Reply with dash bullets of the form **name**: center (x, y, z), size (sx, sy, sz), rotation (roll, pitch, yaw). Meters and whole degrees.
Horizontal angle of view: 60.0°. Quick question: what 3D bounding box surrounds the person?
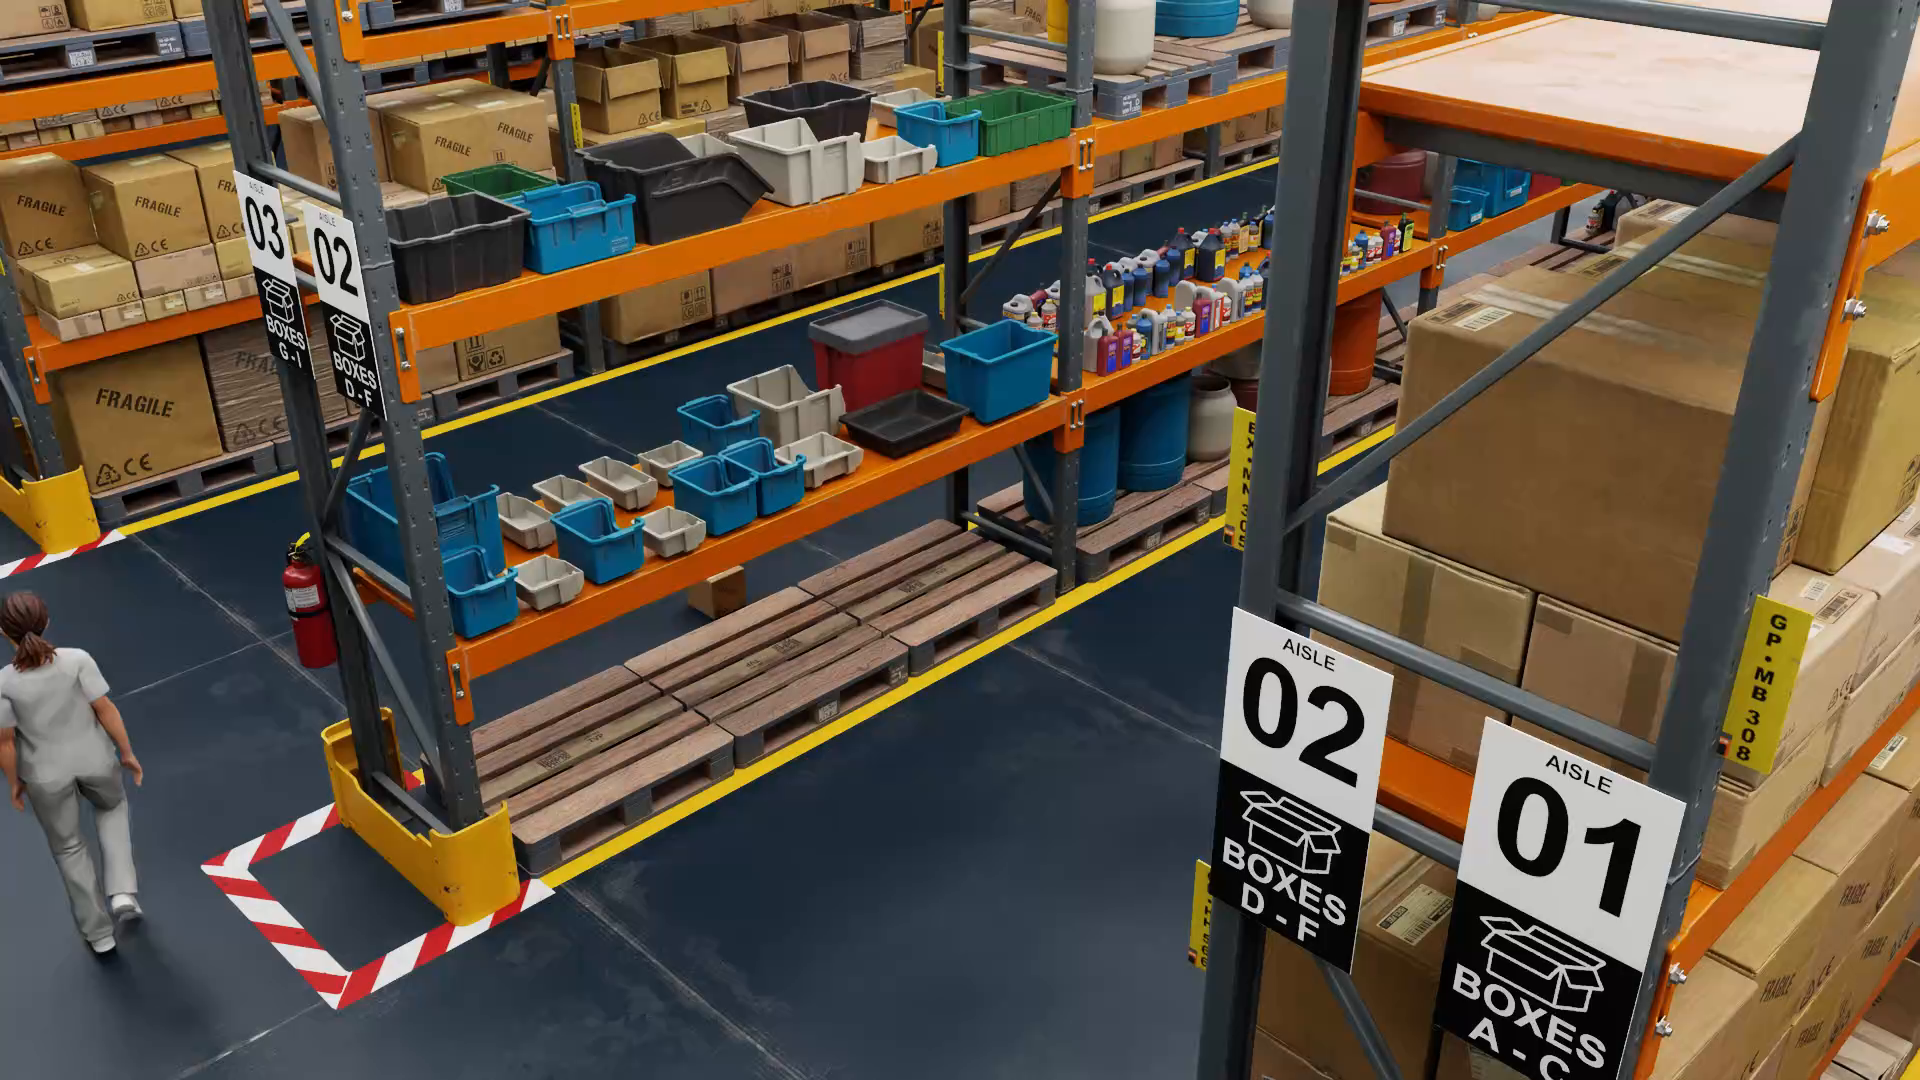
- **person**: center (-3.768, 0.968, 7.044), size (0.487, 1.693, 0.432), rotation (-20, 34, -33)
